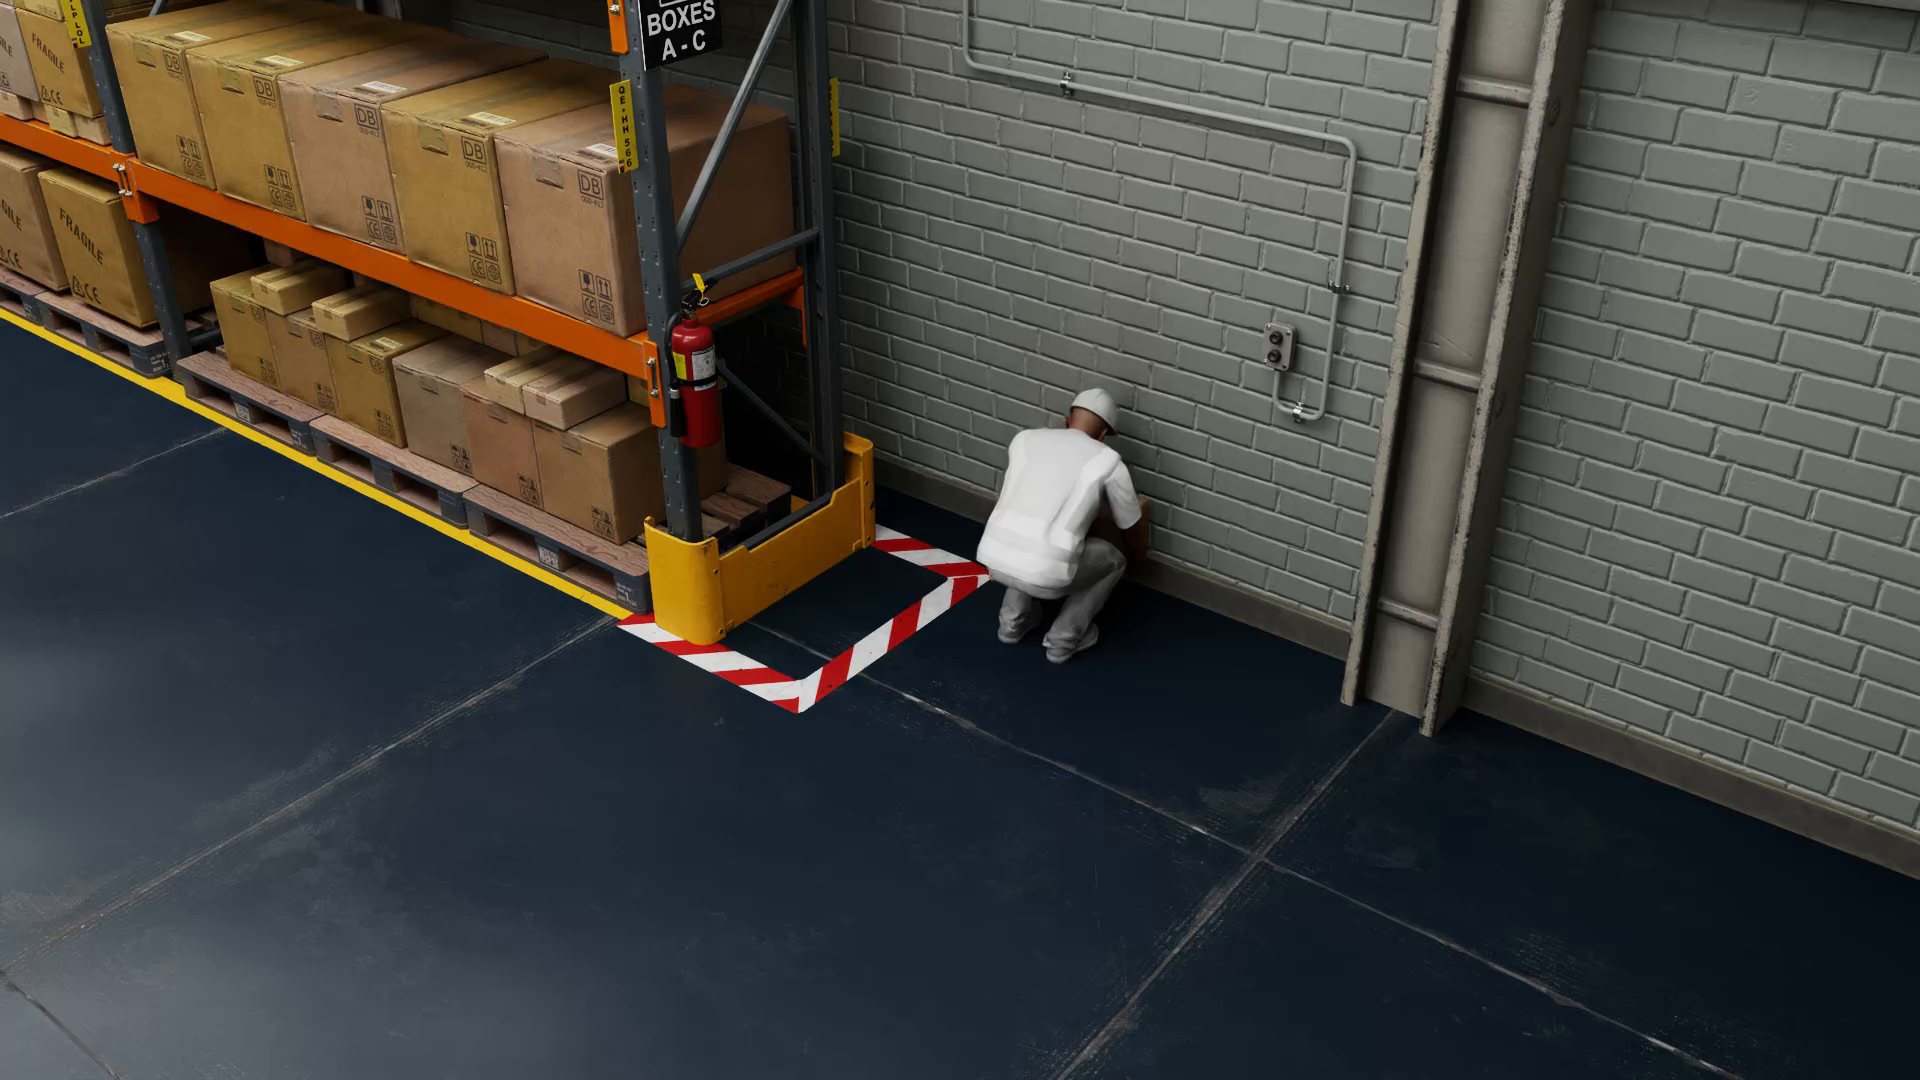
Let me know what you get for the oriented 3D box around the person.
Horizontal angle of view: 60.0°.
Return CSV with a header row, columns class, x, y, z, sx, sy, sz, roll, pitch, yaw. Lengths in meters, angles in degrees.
class,x,y,z,sx,sy,sz,roll,pitch,yaw
person,0.417,-0.072,6.987,0.586,1.001,0.898,21,37,31
